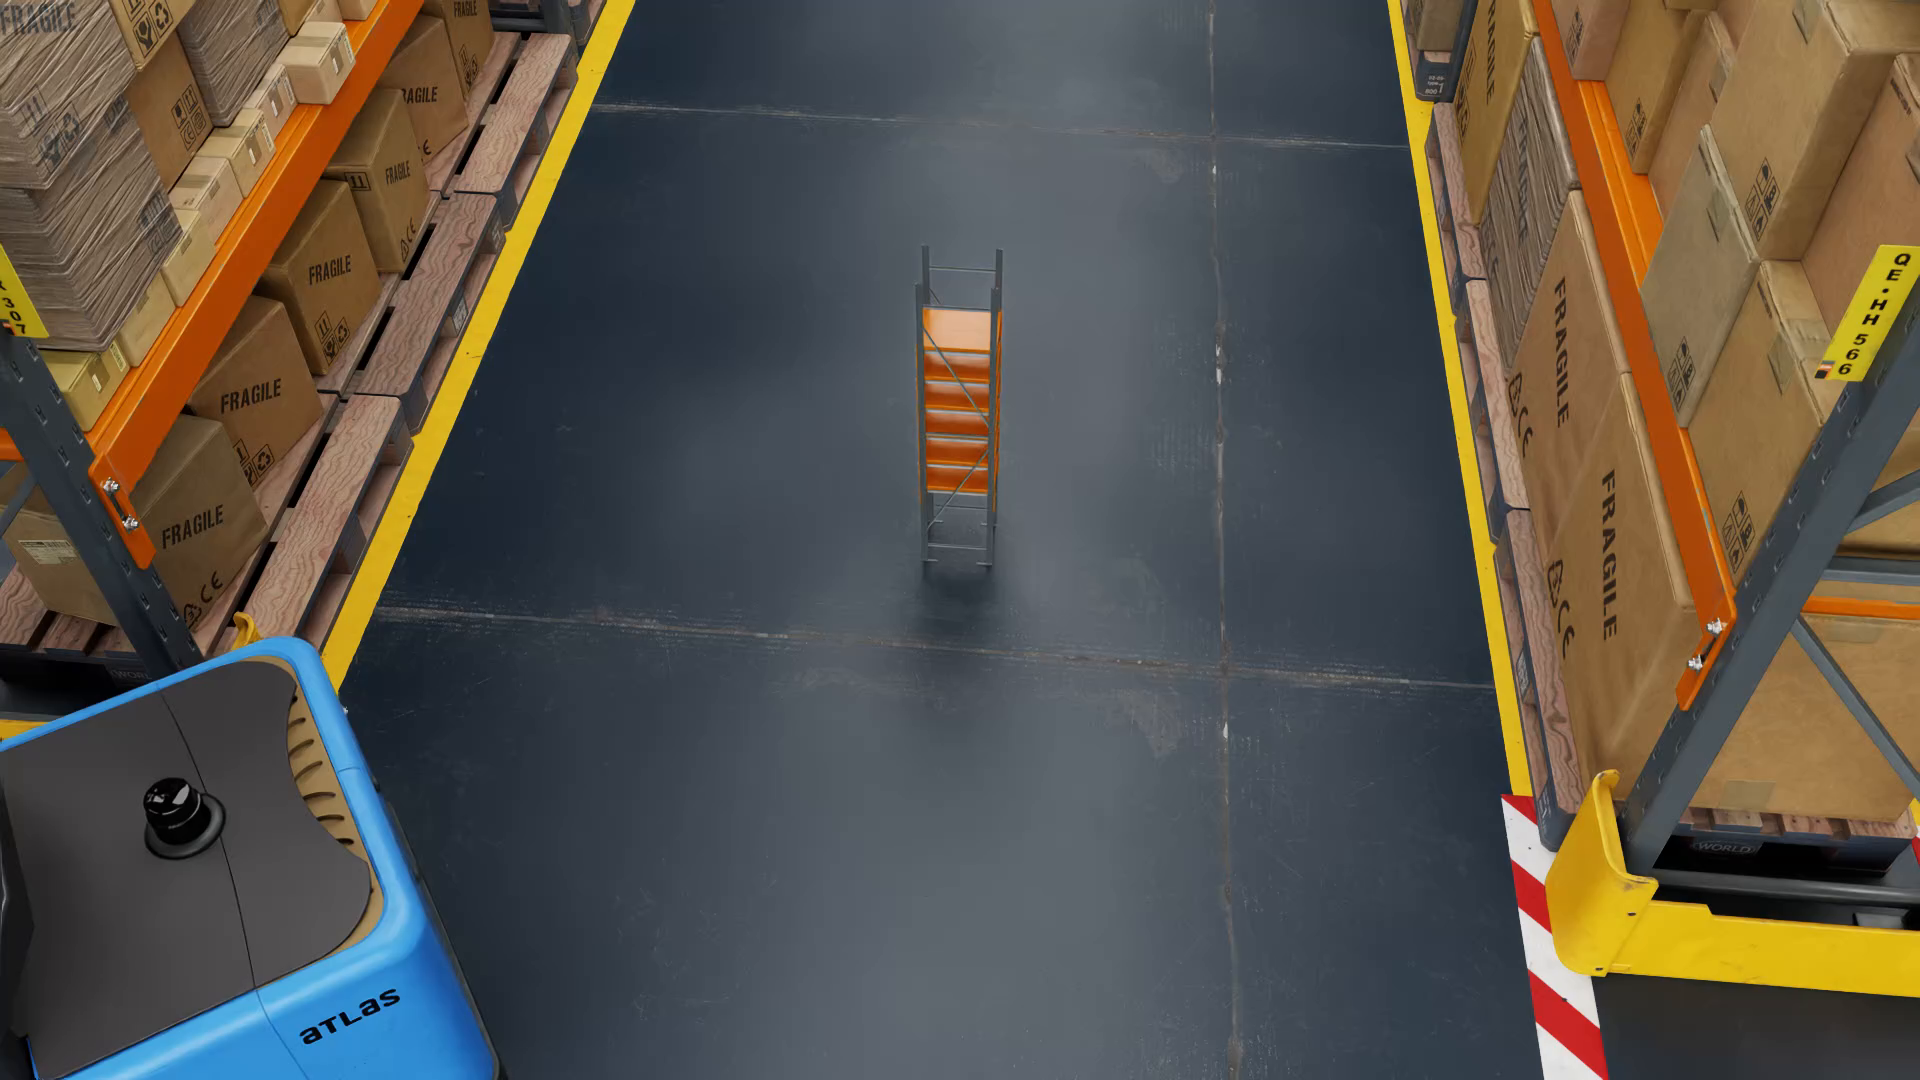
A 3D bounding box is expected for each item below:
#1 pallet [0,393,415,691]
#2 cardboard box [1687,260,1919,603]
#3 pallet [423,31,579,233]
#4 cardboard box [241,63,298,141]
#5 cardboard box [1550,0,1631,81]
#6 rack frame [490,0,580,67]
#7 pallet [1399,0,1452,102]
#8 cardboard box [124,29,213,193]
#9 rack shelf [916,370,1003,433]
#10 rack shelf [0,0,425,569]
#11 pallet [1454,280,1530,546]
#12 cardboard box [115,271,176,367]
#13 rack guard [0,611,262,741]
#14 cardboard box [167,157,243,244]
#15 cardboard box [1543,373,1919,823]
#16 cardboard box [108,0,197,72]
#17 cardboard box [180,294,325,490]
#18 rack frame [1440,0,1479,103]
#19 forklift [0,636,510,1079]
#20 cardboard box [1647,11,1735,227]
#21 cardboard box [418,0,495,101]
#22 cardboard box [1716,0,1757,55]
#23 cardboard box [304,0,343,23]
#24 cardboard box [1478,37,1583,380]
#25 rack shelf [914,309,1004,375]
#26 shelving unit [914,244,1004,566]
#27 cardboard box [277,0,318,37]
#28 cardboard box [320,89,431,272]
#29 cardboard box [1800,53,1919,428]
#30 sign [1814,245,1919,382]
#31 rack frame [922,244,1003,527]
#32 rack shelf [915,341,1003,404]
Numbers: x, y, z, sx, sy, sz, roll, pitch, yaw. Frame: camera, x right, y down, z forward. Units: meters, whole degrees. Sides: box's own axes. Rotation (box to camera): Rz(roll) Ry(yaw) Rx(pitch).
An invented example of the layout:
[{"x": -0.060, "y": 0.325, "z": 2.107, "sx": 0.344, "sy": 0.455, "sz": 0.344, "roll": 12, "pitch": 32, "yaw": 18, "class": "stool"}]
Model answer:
[{"x": -2.540, "y": -0.026, "z": 5.631, "sx": 1.003, "sy": 0.211, "sz": 1.213, "roll": 4, "pitch": 48, "yaw": 4, "class": "pallet"}, {"x": 2.263, "y": -0.235, "z": 3.831, "sx": 0.875, "sy": 0.550, "sz": 0.550, "roll": 4, "pitch": 48, "yaw": 4, "class": "cardboard box"}, {"x": -2.317, "y": -1.819, "z": 7.271, "sx": 1.003, "sy": 0.211, "sz": 1.213, "roll": 4, "pitch": 48, "yaw": 4, "class": "pallet"}, {"x": -2.285, "y": -1.344, "z": 5.117, "sx": 0.380, "sy": 0.149, "sz": 0.250, "roll": 4, "pitch": 48, "yaw": 4, "class": "cardboard box"}, {"x": 2.423, "y": -1.832, "z": 5.292, "sx": 0.875, "sy": 0.550, "sz": 0.550, "roll": 4, "pitch": 48, "yaw": 4, "class": "cardboard box"}, {"x": -2.291, "y": -3.256, "z": 6.695, "sx": 1.000, "sy": 3.000, "sz": 0.127, "roll": 4, "pitch": 48, "yaw": 4, "class": "rack frame"}, {"x": 2.634, "y": -2.479, "z": 7.875, "sx": 1.003, "sy": 0.211, "sz": 1.213, "roll": 4, "pitch": 48, "yaw": 4, "class": "pallet"}, {"x": -2.652, "y": -1.229, "z": 4.572, "sx": 0.875, "sy": 0.500, "sz": 0.500, "roll": 4, "pitch": 48, "yaw": 4, "class": "cardboard box"}, {"x": -0.001, "y": -0.445, "z": 5.242, "sx": 0.258, "sy": 0.103, "sz": 0.180, "roll": 4, "pitch": 48, "yaw": 4, "class": "rack shelf"}, {"x": -2.474, "y": -1.544, "z": 5.617, "sx": 1.077, "sy": 0.370, "sz": 4.000, "roll": 4, "pitch": 48, "yaw": 4, "class": "rack shelf"}, {"x": 2.383, "y": -0.455, "z": 6.023, "sx": 1.003, "sy": 0.211, "sz": 1.213, "roll": 4, "pitch": 48, "yaw": 4, "class": "pallet"}, {"x": -2.350, "y": -0.608, "z": 4.443, "sx": 0.380, "sy": 0.149, "sz": 0.250, "roll": 4, "pitch": 48, "yaw": 4, "class": "cardboard box"}, {"x": -2.649, "y": 0.471, "z": 4.980, "sx": 1.175, "sy": 0.500, "sz": 0.348, "roll": 4, "pitch": 48, "yaw": 4, "class": "rack guard"}, {"x": -2.311, "y": -0.976, "z": 4.780, "sx": 0.380, "sy": 0.149, "sz": 0.250, "roll": 4, "pitch": 48, "yaw": 4, "class": "cardboard box"}, {"x": 2.270, "y": 0.164, "z": 4.723, "sx": 0.875, "sy": 0.875, "sz": 0.875, "roll": 4, "pitch": 48, "yaw": 4, "class": "cardboard box"}, {"x": -2.282, "y": -1.541, "z": 4.180, "sx": 0.500, "sy": 0.500, "sz": 0.500, "roll": 4, "pitch": 48, "yaw": 4, "class": "cardboard box"}, {"x": -2.562, "y": -0.514, "z": 5.597, "sx": 0.500, "sy": 0.500, "sz": 0.500, "roll": 15, "pitch": 49, "yaw": 14, "class": "cardboard box"}, {"x": 2.639, "y": -2.848, "z": 6.322, "sx": 1.000, "sy": 3.000, "sz": 0.127, "roll": 4, "pitch": 48, "yaw": 4, "class": "rack frame"}, {"x": -2.674, "y": 0.805, "z": 3.028, "sx": 3.031, "sy": 2.935, "sz": 1.130, "roll": -23, "pitch": 52, "yaw": -20, "class": "forklift"}, {"x": 2.468, "y": -1.044, "z": 4.570, "sx": 0.875, "sy": 0.550, "sz": 0.550, "roll": 4, "pitch": 48, "yaw": 4, "class": "cardboard box"}, {"x": -2.368, "y": -2.263, "z": 7.196, "sx": 0.500, "sy": 0.500, "sz": 0.500, "roll": 3, "pitch": 48, "yaw": 2, "class": "cardboard box"}, {"x": 2.491, "y": -1.407, "z": 4.171, "sx": 0.875, "sy": 0.550, "sz": 0.550, "roll": 4, "pitch": 48, "yaw": 4, "class": "cardboard box"}, {"x": -2.268, "y": -1.714, "z": 5.455, "sx": 0.380, "sy": 0.149, "sz": 0.250, "roll": 4, "pitch": 48, "yaw": 4, "class": "cardboard box"}, {"x": 2.434, "y": -1.153, "z": 5.927, "sx": 0.875, "sy": 0.875, "sz": 0.875, "roll": 4, "pitch": 48, "yaw": 4, "class": "cardboard box"}, {"x": -0.001, "y": -0.607, "z": 5.065, "sx": 0.258, "sy": 0.103, "sz": 0.180, "roll": 4, "pitch": 48, "yaw": 4, "class": "rack shelf"}, {"x": -0.001, "y": -0.394, "z": 5.298, "sx": 0.258, "sy": 1.200, "sz": 0.189, "roll": 4, "pitch": 48, "yaw": 4, "class": "shelving unit"}, {"x": -2.506, "y": -1.960, "z": 5.240, "sx": 0.875, "sy": 0.500, "sz": 0.500, "roll": 4, "pitch": 48, "yaw": 4, "class": "cardboard box"}, {"x": -2.391, "y": -1.380, "z": 6.389, "sx": 0.500, "sy": 0.500, "sz": 0.500, "roll": 0, "pitch": 48, "yaw": 0, "class": "cardboard box"}, {"x": 2.347, "y": -0.594, "z": 3.427, "sx": 0.875, "sy": 0.550, "sz": 0.550, "roll": 4, "pitch": 48, "yaw": 4, "class": "cardboard box"}, {"x": 1.735, "y": -0.426, "z": 3.162, "sx": 0.100, "sy": 0.325, "sz": 0.005, "roll": 4, "pitch": 48, "yaw": 4, "class": "sign"}, {"x": 0.007, "y": -0.462, "z": 5.359, "sx": 0.240, "sy": 1.200, "sz": 0.006, "roll": 4, "pitch": 48, "yaw": 4, "class": "rack frame"}, {"x": -0.001, "y": -0.526, "z": 5.153, "sx": 0.258, "sy": 0.103, "sz": 0.180, "roll": 4, "pitch": 48, "yaw": 4, "class": "rack shelf"}]
